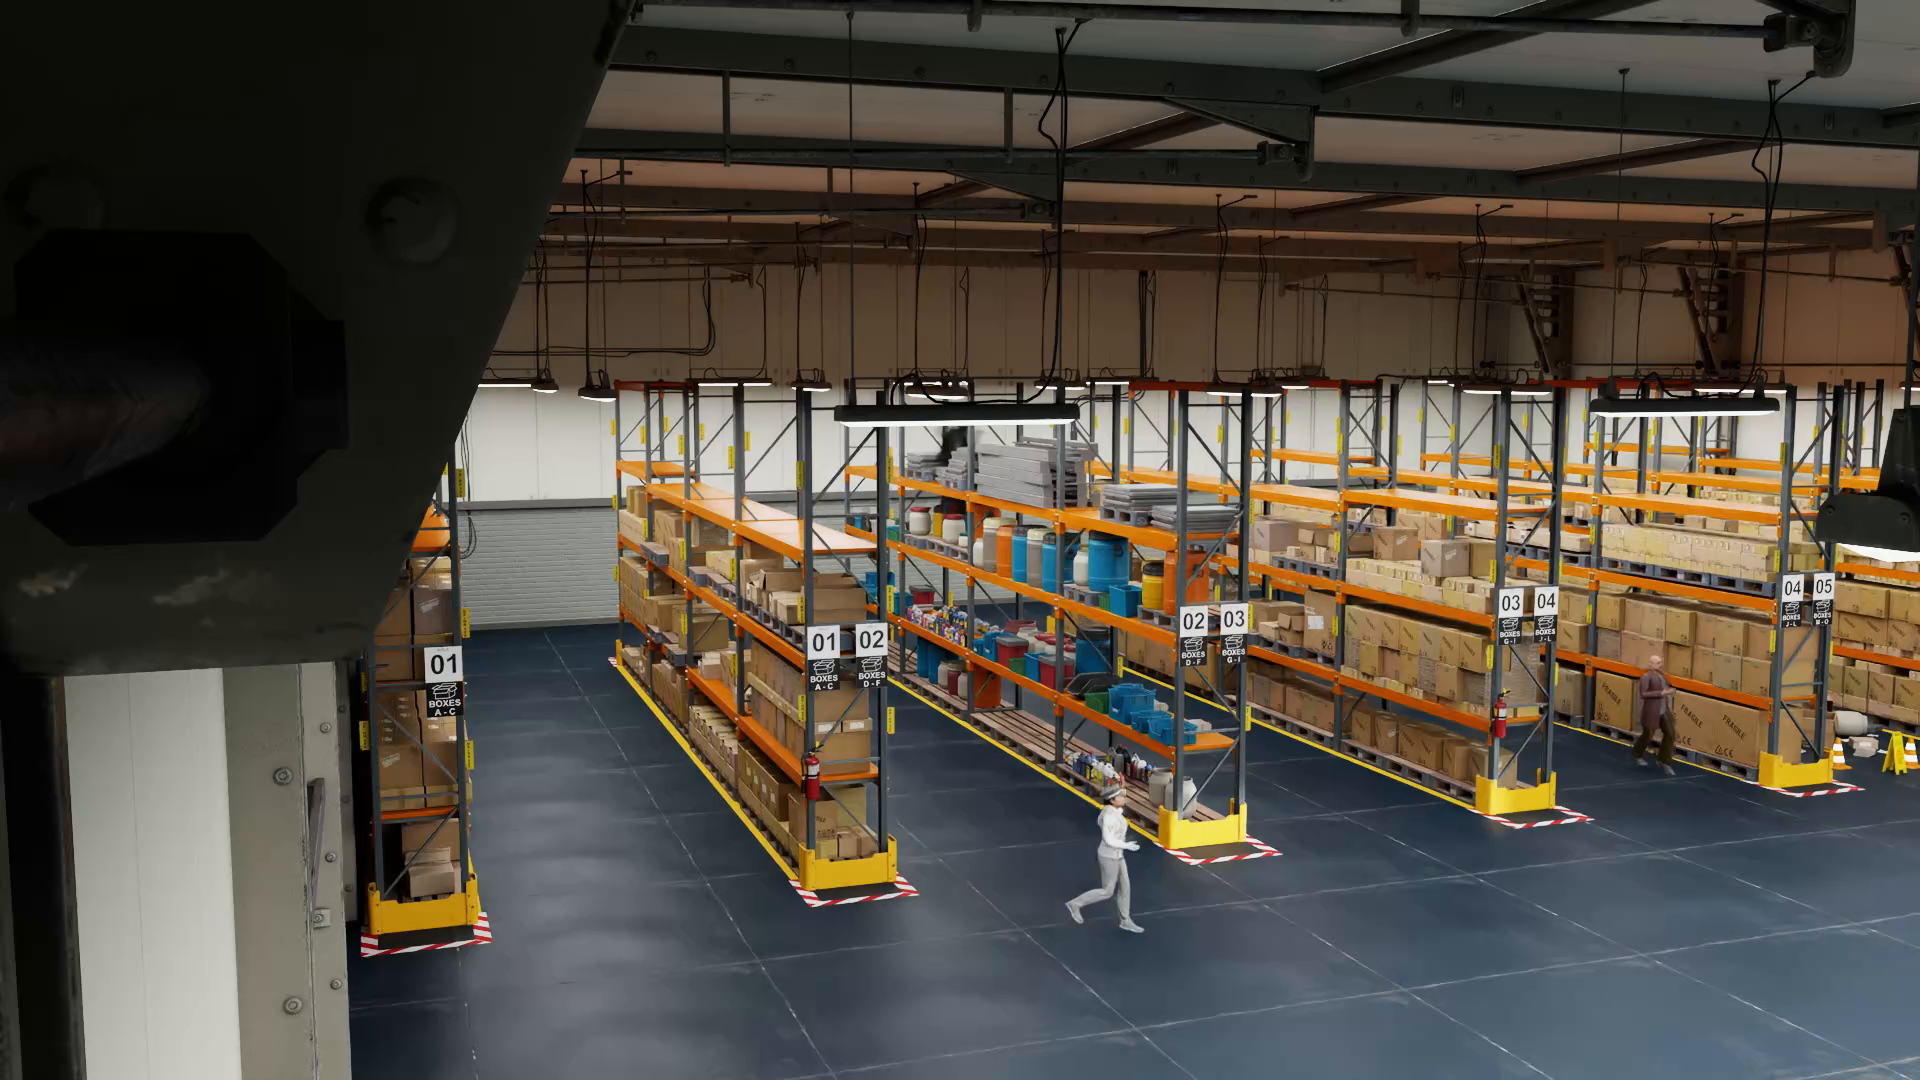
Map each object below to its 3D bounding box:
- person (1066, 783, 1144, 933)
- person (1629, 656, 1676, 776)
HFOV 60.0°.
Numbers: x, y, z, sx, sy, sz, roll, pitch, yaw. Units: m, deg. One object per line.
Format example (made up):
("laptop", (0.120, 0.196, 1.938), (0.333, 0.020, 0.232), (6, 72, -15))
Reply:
("person", (1.636, 3.542, 18.581), (0.867, 1.702, 0.625), (1, 6, 10))
("person", (10.802, 2.712, 25.868), (0.687, 1.844, 0.814), (-3, 7, -25))
